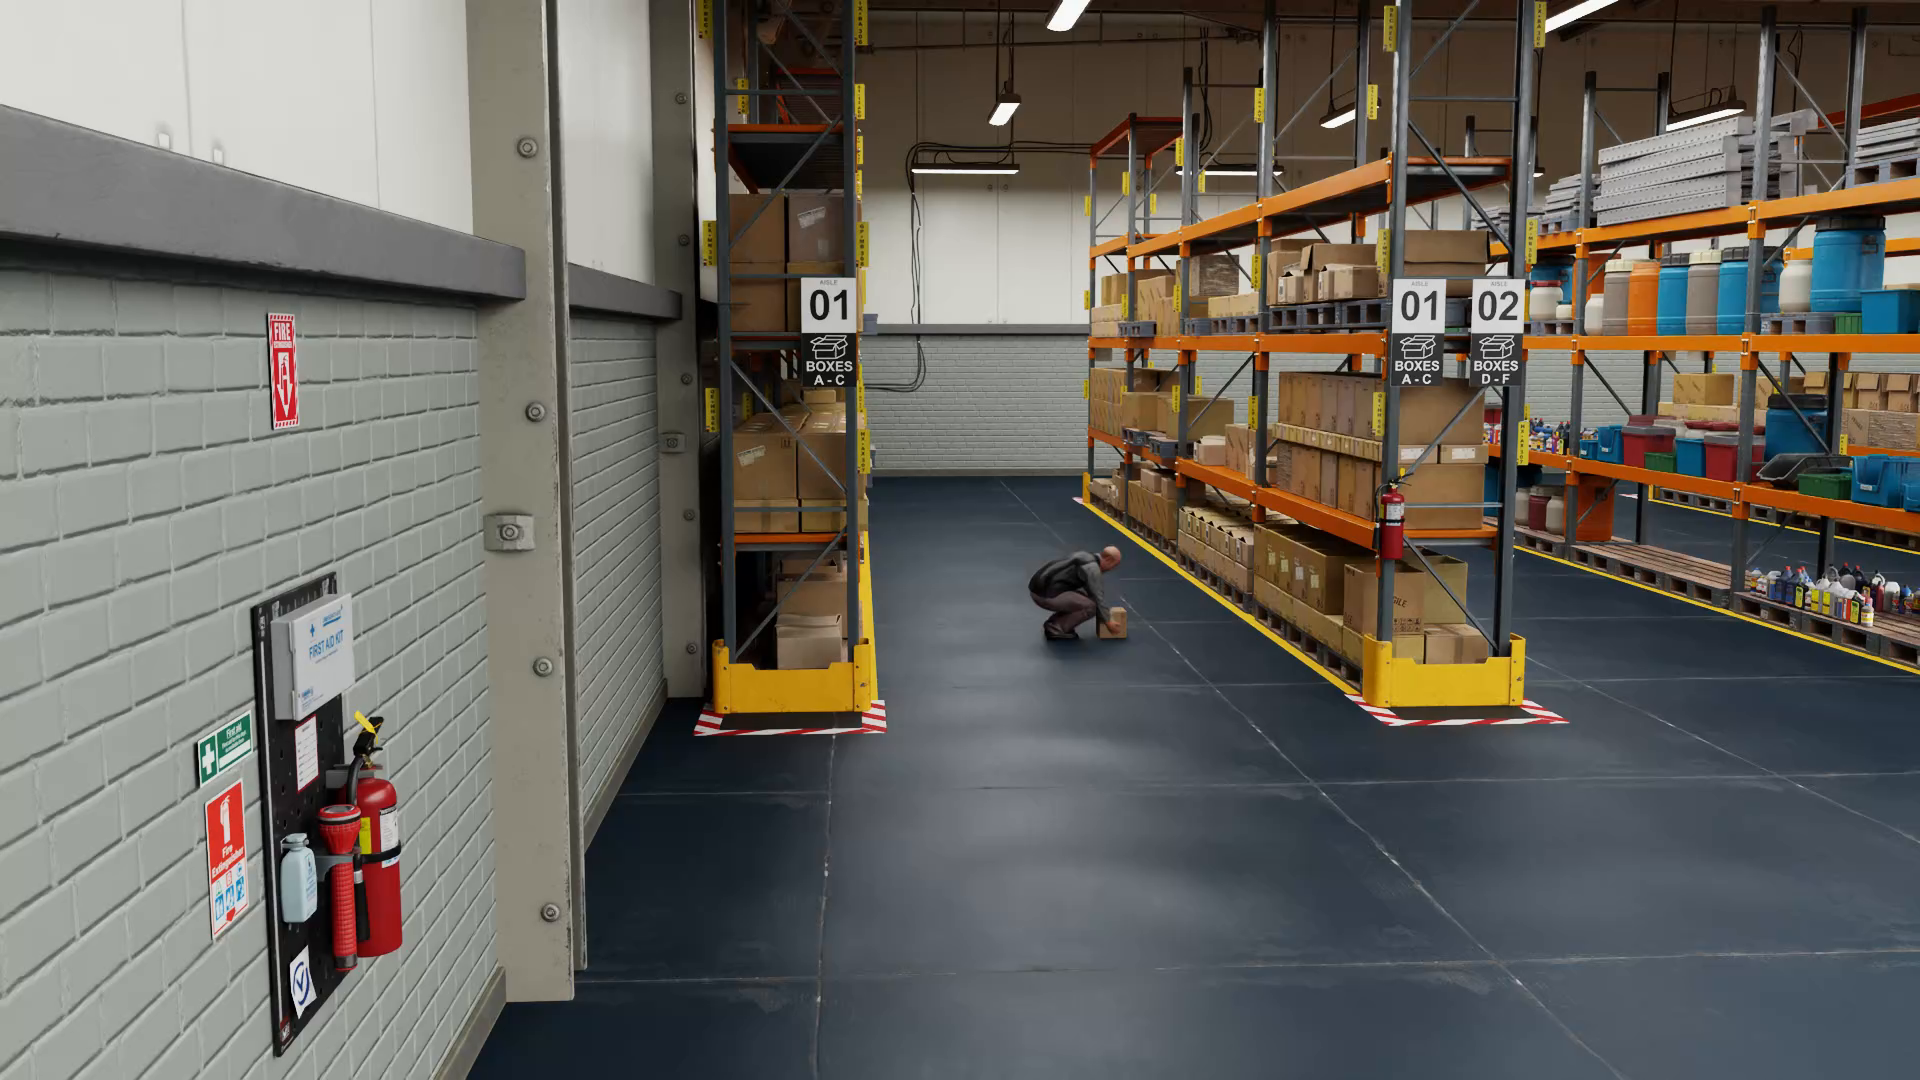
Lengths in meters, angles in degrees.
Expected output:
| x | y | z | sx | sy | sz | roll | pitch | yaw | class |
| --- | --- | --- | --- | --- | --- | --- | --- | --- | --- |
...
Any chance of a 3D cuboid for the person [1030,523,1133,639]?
| x | y | z | sx | sy | sz | roll | pitch | yaw | class |
| --- | --- | --- | --- | --- | --- | --- | --- | --- | --- |
| 1.135 | 0.371 | 15.505 | 0.958 | 1.065 | 0.488 | -1 | 7 | -6 | person |
